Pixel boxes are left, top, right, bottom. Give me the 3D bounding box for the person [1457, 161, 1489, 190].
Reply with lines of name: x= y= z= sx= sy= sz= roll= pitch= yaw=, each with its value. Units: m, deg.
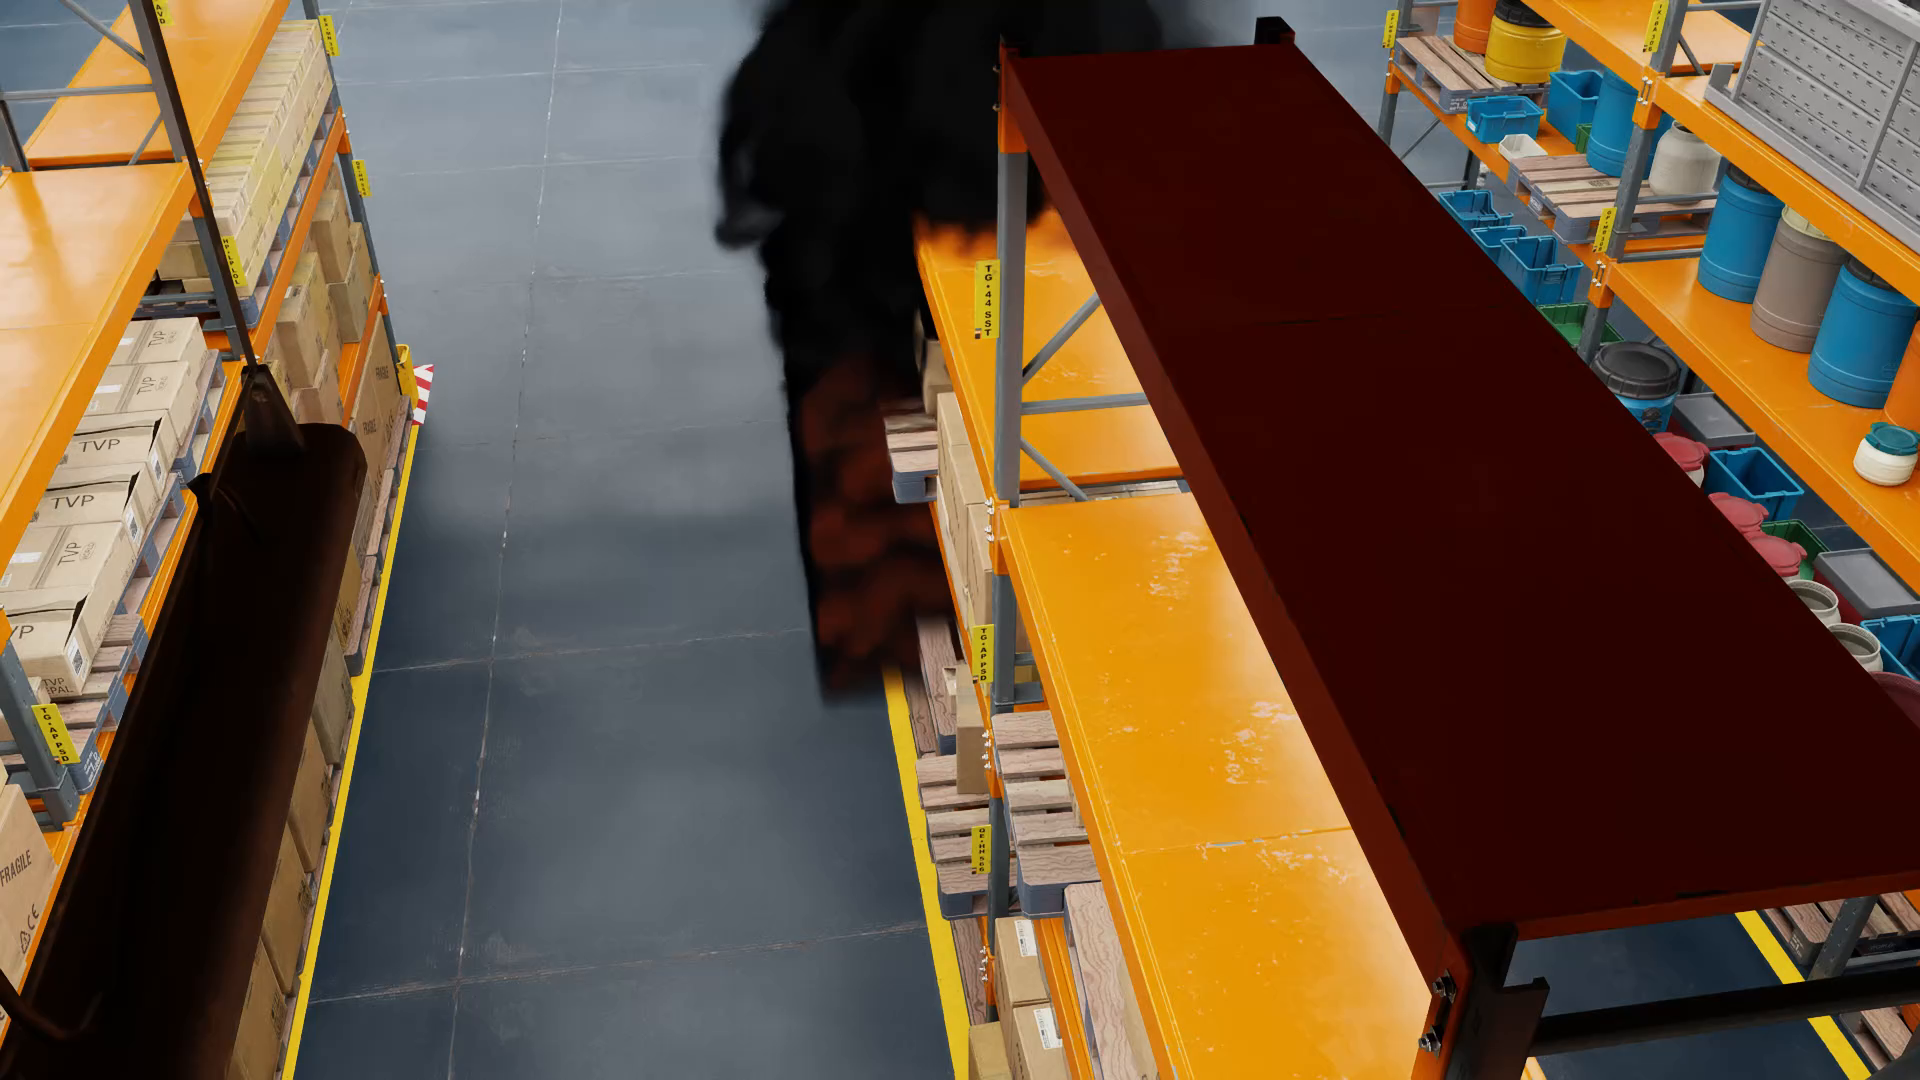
person: x=6.032 y=-4.648 z=18.301 sx=0.818 sy=1.758 sz=0.653 roll=7 pitch=37 yaw=10
